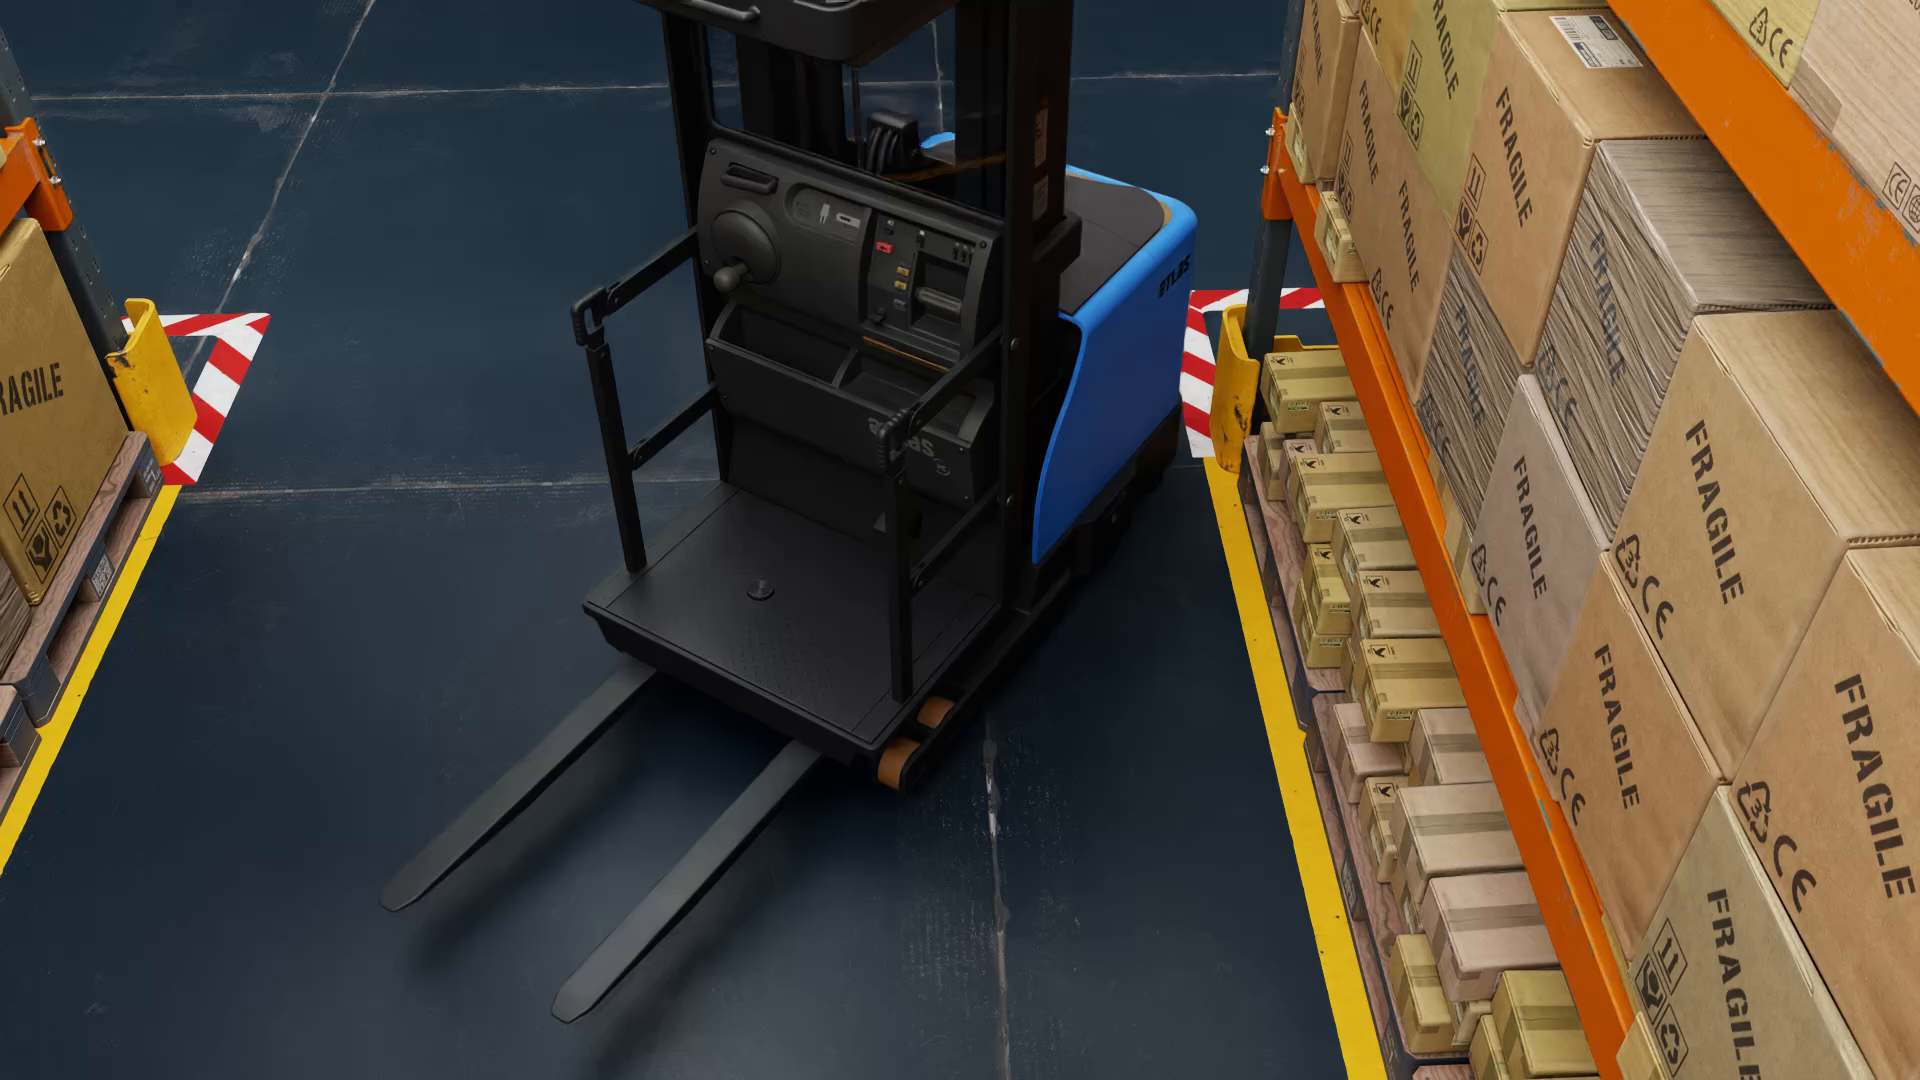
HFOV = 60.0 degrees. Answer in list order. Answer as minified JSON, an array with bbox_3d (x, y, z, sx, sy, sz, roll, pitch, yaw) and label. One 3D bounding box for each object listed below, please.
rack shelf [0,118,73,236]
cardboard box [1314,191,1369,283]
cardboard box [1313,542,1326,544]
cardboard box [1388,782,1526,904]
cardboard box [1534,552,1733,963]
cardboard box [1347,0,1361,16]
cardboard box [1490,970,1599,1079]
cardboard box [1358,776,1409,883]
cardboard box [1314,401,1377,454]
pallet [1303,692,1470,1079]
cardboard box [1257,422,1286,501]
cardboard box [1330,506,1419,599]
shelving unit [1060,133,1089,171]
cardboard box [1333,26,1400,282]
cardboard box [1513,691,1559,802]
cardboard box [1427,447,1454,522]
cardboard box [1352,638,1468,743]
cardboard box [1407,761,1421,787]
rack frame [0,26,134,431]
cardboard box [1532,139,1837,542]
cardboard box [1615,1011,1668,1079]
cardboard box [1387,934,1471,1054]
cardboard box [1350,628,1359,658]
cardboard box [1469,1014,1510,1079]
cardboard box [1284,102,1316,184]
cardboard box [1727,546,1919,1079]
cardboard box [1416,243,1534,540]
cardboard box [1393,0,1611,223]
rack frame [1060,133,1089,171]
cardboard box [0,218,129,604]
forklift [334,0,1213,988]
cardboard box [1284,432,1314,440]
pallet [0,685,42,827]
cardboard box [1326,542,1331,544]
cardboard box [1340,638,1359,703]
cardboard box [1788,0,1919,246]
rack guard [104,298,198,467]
[{"bbox_3d":[-3.359,0.161,3.887,1.077,0.370,4.000,-2,43,-2],"label":"rack shelf"},{"bbox_3d":[1.212,-0.854,4.647,0.380,0.149,0.250,-3,43,-3],"label":"cardboard box"},{"bbox_3d":[1.328,0.073,5.250,0.380,0.149,0.250,-1,43,-1],"label":"cardboard box"},{"bbox_3d":[1.282,0.738,4.084,0.380,0.149,0.250,-3,43,-3],"label":"cardboard box"},{"bbox_3d":[1.362,0.357,2.847,0.500,0.500,0.500,-3,43,-3],"label":"cardboard box"},{"bbox_3d":[1.270,-1.733,4.386,0.500,0.500,0.500,-2,43,-2],"label":"cardboard box"},{"bbox_3d":[1.409,1.100,3.689,0.380,0.149,0.250,0,43,0],"label":"cardboard box"},{"bbox_3d":[1.297,0.775,4.484,0.380,0.149,0.250,-2,43,-2],"label":"cardboard box"},{"bbox_3d":[1.330,-0.305,5.222,0.380,0.149,0.250,-1,43,-1],"label":"cardboard box"},{"bbox_3d":[1.567,0.922,4.588,1.003,0.211,1.213,-2,43,-2],"label":"pallet"},{"bbox_3d":[1.218,-0.269,5.623,0.380,0.149,0.250,-1,43,-1],"label":"cardboard box"},{"bbox_3d":[1.306,0.034,4.852,0.380,0.149,0.250,-4,43,-4],"label":"cardboard box"},{"bbox_3d":[0.303,-1.061,6.130,0.215,1.050,0.252,-15,45,-16],"label":"shelving unit"},{"bbox_3d":[1.307,-1.003,4.330,0.500,0.500,0.500,-2,43,-2],"label":"cardboard box"},{"bbox_3d":[1.340,0.369,3.314,0.380,0.149,0.250,-3,43,-4],"label":"cardboard box"},{"bbox_3d":[1.319,-0.156,3.886,0.380,0.149,0.250,0,43,0],"label":"cardboard box"},{"bbox_3d":[1.274,0.400,4.453,0.380,0.149,0.250,-1,43,-1],"label":"cardboard box"},{"bbox_3d":[1.399,0.686,4.361,0.380,0.149,0.250,0,43,0],"label":"cardboard box"},{"bbox_3d":[-3.444,-1.454,5.116,1.000,3.000,0.127,-2,43,-2],"label":"rack frame"},{"bbox_3d":[1.361,-0.347,2.875,0.500,0.500,0.500,-1,43,-1],"label":"cardboard box"},{"bbox_3d":[1.320,0.908,2.726,0.380,0.149,0.250,-3,43,-3],"label":"cardboard box"},{"bbox_3d":[1.285,1.115,4.113,0.380,0.149,0.250,-2,43,-2],"label":"cardboard box"},{"bbox_3d":[1.344,0.321,4.759,0.380,0.149,0.250,-4,43,-4],"label":"cardboard box"},{"bbox_3d":[1.389,1.220,3.778,0.380,0.149,0.250,-1,43,-1],"label":"cardboard box"},{"bbox_3d":[1.202,-1.208,5.033,0.380,0.149,0.250,-2,43,-2],"label":"cardboard box"},{"bbox_3d":[1.395,0.347,2.117,0.500,0.500,0.500,-3,43,-3],"label":"cardboard box"},{"bbox_3d":[1.343,-0.328,3.594,0.500,0.500,0.500,-3,43,-3],"label":"cardboard box"},{"bbox_3d":[1.297,-1.040,3.631,0.500,0.500,0.500,-3,43,-3],"label":"cardboard box"},{"bbox_3d":[0.349,-0.985,6.047,0.200,1.050,0.008,-15,45,-16],"label":"rack frame"},{"bbox_3d":[-3.337,-0.396,5.224,0.875,0.875,0.875,-2,43,-2],"label":"cardboard box"},{"bbox_3d":[-0.491,-0.728,4.375,1.130,2.935,3.031,28,50,27],"label":"forklift"},{"bbox_3d":[1.282,-0.381,5.524,0.380,0.149,0.250,0,43,0],"label":"cardboard box"},{"bbox_3d":[-3.283,0.933,4.576,1.003,0.211,1.213,-2,43,-2],"label":"pallet"},{"bbox_3d":[1.336,-0.031,5.143,0.380,0.149,0.250,-1,43,-1],"label":"cardboard box"},{"bbox_3d":[1.336,0.418,4.873,0.380,0.149,0.250,-2,43,-2],"label":"cardboard box"},{"bbox_3d":[1.385,-0.539,2.010,0.500,0.250,0.500,-2,43,-2],"label":"cardboard box"},{"bbox_3d":[-3.445,-0.549,5.979,1.175,0.500,0.348,-2,43,-2],"label":"rack guard"}]
